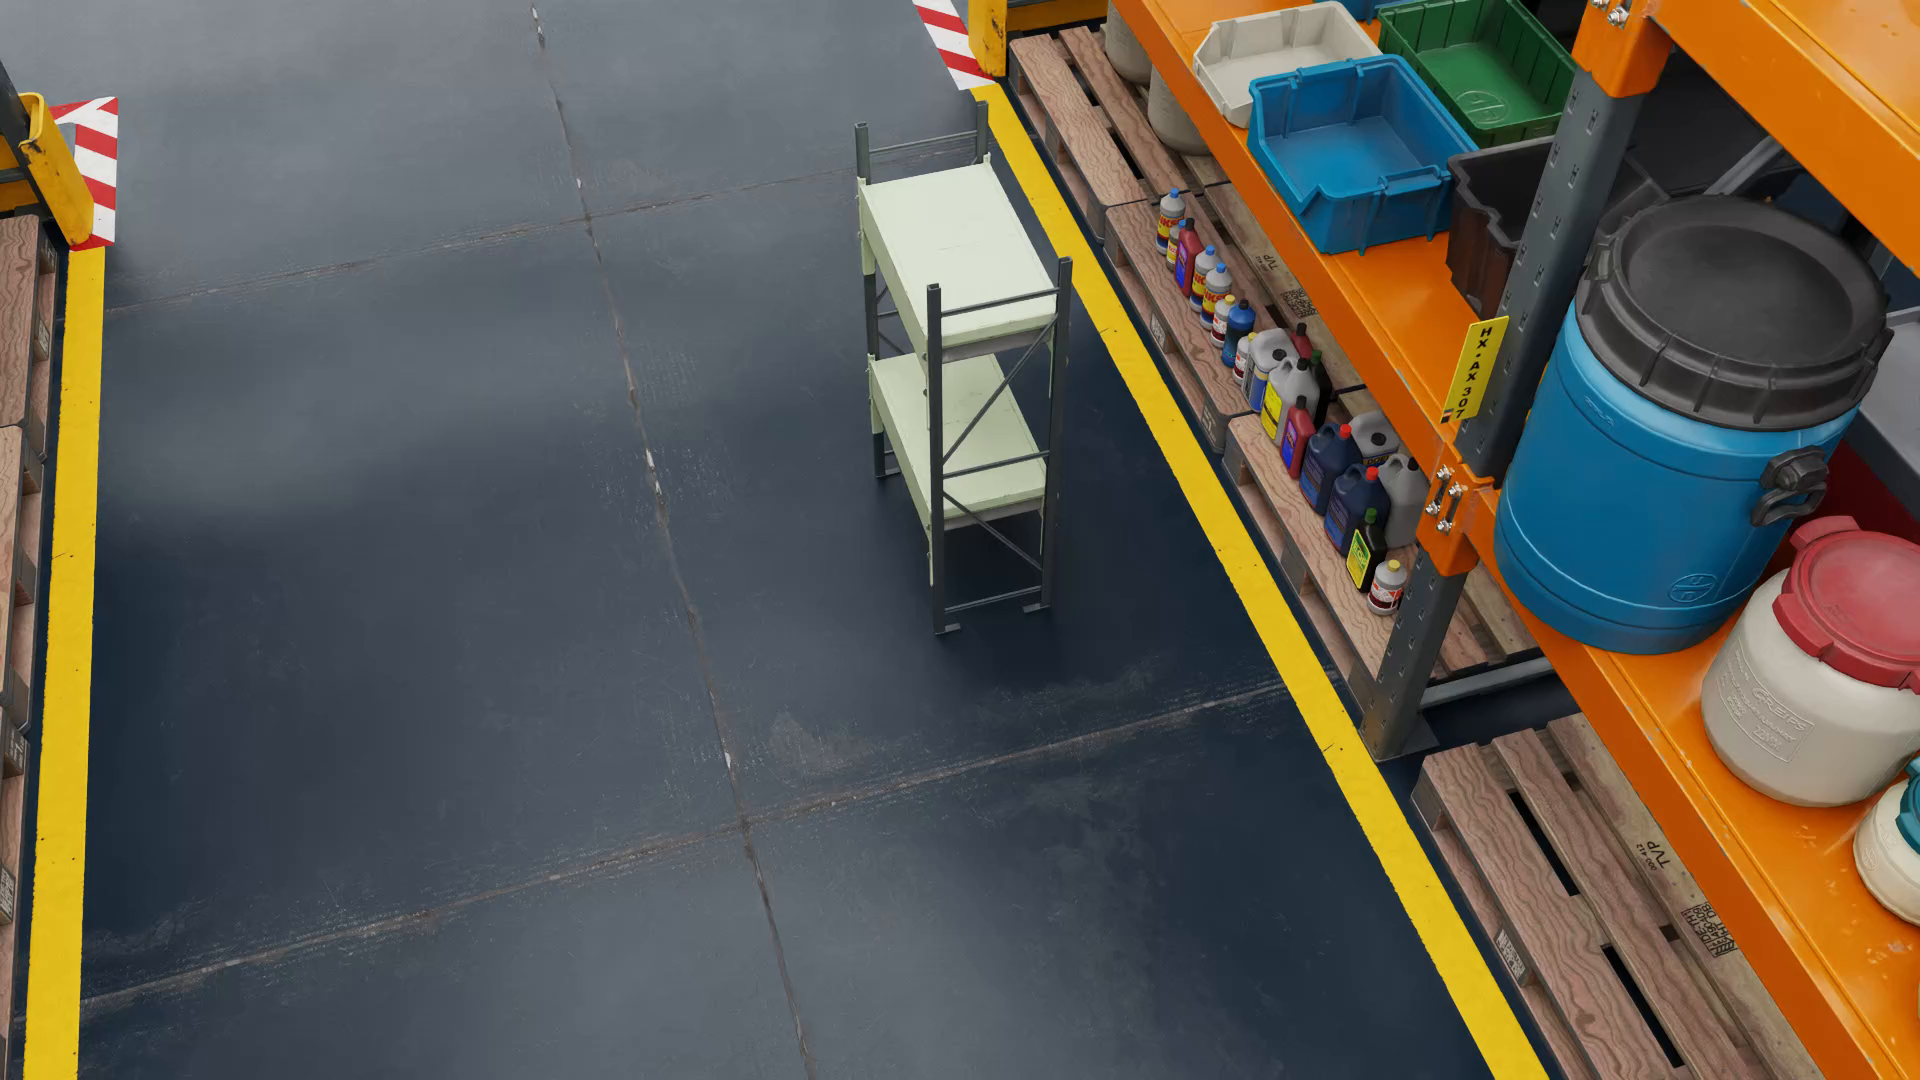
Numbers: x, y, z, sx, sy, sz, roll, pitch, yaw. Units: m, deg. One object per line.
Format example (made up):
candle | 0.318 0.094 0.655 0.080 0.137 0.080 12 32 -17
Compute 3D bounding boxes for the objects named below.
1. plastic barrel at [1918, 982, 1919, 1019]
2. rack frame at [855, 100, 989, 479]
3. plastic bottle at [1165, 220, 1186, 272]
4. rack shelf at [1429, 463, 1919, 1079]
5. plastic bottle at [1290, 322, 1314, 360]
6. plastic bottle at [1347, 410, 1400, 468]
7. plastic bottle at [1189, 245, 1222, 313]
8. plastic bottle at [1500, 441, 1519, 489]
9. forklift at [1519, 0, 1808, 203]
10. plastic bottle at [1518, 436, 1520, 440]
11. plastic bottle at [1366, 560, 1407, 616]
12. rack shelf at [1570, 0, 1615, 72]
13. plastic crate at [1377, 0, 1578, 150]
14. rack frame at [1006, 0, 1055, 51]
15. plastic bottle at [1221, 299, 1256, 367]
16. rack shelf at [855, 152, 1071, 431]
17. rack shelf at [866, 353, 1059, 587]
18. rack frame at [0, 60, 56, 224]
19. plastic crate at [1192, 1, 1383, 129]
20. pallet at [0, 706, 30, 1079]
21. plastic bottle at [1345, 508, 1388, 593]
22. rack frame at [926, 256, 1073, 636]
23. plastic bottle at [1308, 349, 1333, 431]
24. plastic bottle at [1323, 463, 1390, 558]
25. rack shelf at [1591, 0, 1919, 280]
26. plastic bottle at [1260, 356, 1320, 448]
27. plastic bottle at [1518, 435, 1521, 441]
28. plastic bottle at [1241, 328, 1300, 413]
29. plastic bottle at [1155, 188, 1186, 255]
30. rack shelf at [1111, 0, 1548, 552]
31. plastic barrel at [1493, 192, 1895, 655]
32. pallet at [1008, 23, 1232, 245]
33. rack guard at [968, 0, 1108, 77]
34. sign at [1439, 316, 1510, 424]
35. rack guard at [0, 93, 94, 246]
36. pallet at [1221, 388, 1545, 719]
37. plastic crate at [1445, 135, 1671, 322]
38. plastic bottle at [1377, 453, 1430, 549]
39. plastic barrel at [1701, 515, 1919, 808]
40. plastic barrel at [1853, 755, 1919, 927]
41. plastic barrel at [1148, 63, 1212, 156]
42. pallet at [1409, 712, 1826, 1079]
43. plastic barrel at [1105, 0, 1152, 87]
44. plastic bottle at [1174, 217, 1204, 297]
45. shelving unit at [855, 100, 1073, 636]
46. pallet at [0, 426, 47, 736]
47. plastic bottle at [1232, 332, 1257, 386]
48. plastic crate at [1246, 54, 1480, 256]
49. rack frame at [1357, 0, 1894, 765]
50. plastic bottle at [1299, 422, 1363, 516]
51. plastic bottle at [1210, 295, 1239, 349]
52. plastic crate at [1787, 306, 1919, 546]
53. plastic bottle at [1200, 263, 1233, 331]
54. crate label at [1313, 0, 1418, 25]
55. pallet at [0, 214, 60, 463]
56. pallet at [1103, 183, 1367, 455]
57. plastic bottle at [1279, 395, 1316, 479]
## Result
plastic barrel | 2.037 0.814 3.013 0.433 0.535 0.433 0 50 0
rack frame | -0.110 -0.756 5.406 0.400 1.500 0.023 -13 51 -11
plastic bottle | 0.833 -1.118 6.273 0.097 0.201 0.097 0 50 0
rack shelf | 2.338 1.266 3.192 1.077 0.370 4.000 -13 51 -11
plastic bottle | 1.186 -0.618 5.798 0.061 0.283 0.133 -13 51 -11
plastic bottle | 1.358 -0.288 5.525 0.152 0.276 0.135 -13 51 -11
plastic bottle | 0.904 -0.966 6.099 0.097 0.271 0.097 0 50 0
plastic bottle | 1.848 -0.230 5.471 0.061 0.283 0.133 -13 51 -11
forklift | 2.704 -2.420 5.873 1.130 2.935 3.031 -13 51 -11
plastic bottle | 1.767 -0.366 5.541 0.144 0.351 0.185 -13 51 -11
plastic bottle | 1.342 0.139 5.214 0.097 0.201 0.097 0 50 0
rack shelf | 1.155 -2.623 4.508 1.077 0.370 4.000 -13 51 -11
plastic crate | 1.615 -1.414 5.119 0.450 0.188 0.662 -13 51 -11
rack frame | 0.564 -3.348 6.611 1.000 3.000 0.127 -13 51 -11
plastic bottle | 0.993 -0.745 5.913 0.097 0.271 0.097 0 50 0
rack shelf | -0.002 -0.740 4.882 0.431 0.370 0.720 -13 51 -11
rack shelf | -0.002 -0.278 5.430 0.431 0.370 0.720 -13 51 -11
rack frame | -4.168 -2.228 5.667 1.000 3.000 0.127 -13 51 -11
plastic crate | 1.025 -1.471 5.200 0.530 0.136 0.437 -13 51 -11
pallet | -3.217 1.109 4.677 1.003 0.211 1.213 -13 51 -11
plastic bottle | 1.289 0.030 5.252 0.061 0.283 0.133 -11 51 -9
rack frame | 0.106 -0.221 4.955 0.400 1.500 0.023 -13 51 -11
plastic bottle | 1.219 -0.516 5.712 0.061 0.283 0.133 -13 51 -11
plastic bottle | 1.281 -0.120 5.334 0.144 0.351 0.185 -15 51 -12
rack shelf | 2.338 0.299 2.045 1.077 0.370 4.000 -13 51 -11
plastic bottle | 1.129 -0.496 5.651 0.144 0.351 0.185 -14 51 -11
plastic bottle | 1.904 -0.398 5.569 0.144 0.351 0.185 -12 51 -10
plastic bottle | 1.084 -0.592 5.781 0.152 0.276 0.135 -12 51 -10
plastic bottle | 0.802 -1.216 6.310 0.097 0.271 0.097 0 50 0
rack shelf | 1.155 -1.656 5.654 1.077 0.370 4.000 -13 51 -11
plastic barrel | 1.572 -0.238 3.661 0.600 0.901 0.708 -13 51 -11
pallet | 0.866 -1.810 7.138 1.003 0.211 1.213 -13 51 -11
rack guard | 0.631 -2.498 7.529 1.175 0.500 0.348 -13 51 -11
sign | 1.218 -0.400 3.944 0.100 0.325 0.005 -13 51 -11
rack guard | -4.145 -1.367 6.576 1.175 0.500 0.348 -13 51 -11
pallet | 1.588 -0.028 5.636 1.003 0.211 1.213 -13 51 -11
plastic crate | 1.713 -0.818 4.518 0.767 0.338 0.504 -13 51 -11
plastic bottle | 1.419 -0.153 5.362 0.144 0.351 0.185 -13 51 -11
plastic barrel | 1.820 0.278 3.465 0.433 0.535 0.433 0 50 0
plastic barrel | 1.992 0.619 3.357 0.301 0.262 0.301 0 50 0
plastic barrel | 0.980 -1.852 6.702 0.421 0.512 0.421 0 50 0
pallet | 2.016 1.037 4.738 1.003 0.211 1.213 -13 51 -11
plastic barrel | 0.831 -2.218 7.011 0.421 0.512 0.421 0 50 0
plastic bottle | 0.852 -1.050 6.163 0.061 0.283 0.133 -13 51 -10
shelving unit | -0.002 -0.488 5.181 0.431 1.500 0.755 -13 51 -11
pallet | -3.582 0.217 5.429 1.003 0.211 1.213 -13 51 -11
plastic bottle | 1.023 -0.648 5.877 0.097 0.201 0.097 0 50 0
plastic crate | 1.160 -1.126 4.834 0.499 0.251 0.616 -13 51 -11
rack frame | 1.747 -0.427 4.148 1.000 3.000 0.127 -13 51 -11
plastic bottle | 1.224 -0.260 5.452 0.144 0.351 0.185 -16 52 -13
plastic bottle | 0.963 -0.798 6.003 0.097 0.201 0.097 0 50 0
plastic crate | 2.182 -0.163 3.884 0.402 0.464 0.583 -13 51 -11
plastic bottle | 0.933 -0.893 6.037 0.097 0.271 0.097 0 50 0
crate label | 1.367 -2.077 5.516 0.502 0.435 0.616 -13 51 -11
pallet | -3.939 -0.673 6.179 1.003 0.211 1.213 -13 51 -11
pallet | 1.224 -0.921 6.388 1.003 0.211 1.213 -13 51 -11
plastic bottle | 1.136 -0.348 5.570 0.061 0.283 0.133 -10 51 -9
